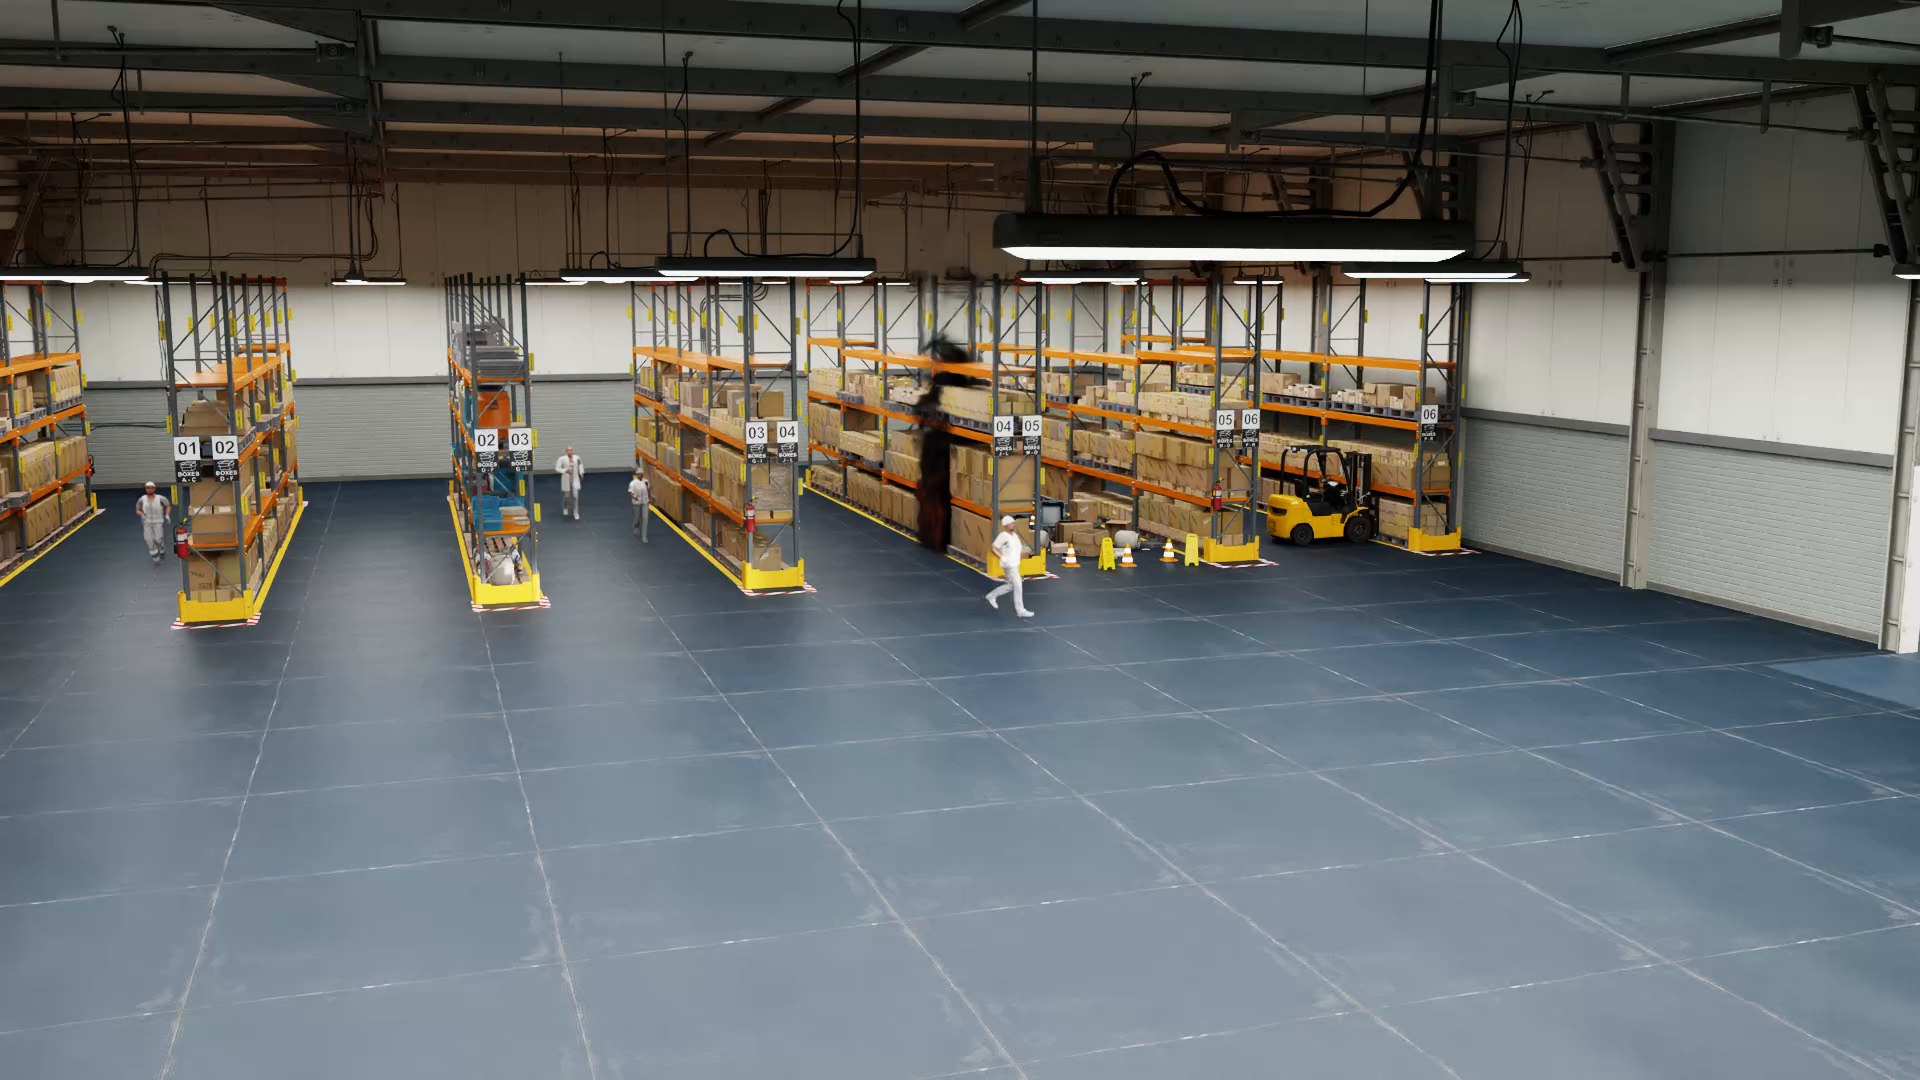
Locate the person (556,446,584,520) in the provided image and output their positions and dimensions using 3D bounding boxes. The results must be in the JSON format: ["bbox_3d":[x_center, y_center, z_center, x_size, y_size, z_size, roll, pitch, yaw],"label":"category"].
[{"bbox_3d":[-9.793,-1.449,41.789,0.734,1.839,0.912,-4,10,-25],"label":"person"}]

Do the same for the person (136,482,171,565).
[{"bbox_3d":[-16.731,-0.333,34.481,0.649,1.744,0.578,-2,9,-16],"label":"person"}]

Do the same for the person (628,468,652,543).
[{"bbox_3d":[-7.297,-0.818,38.010,0.579,1.696,0.859,-4,9,-23],"label":"person"}]

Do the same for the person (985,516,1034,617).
[{"bbox_3d":[0.865,0.453,29.182,0.955,1.763,0.696,3,9,21],"label":"person"}]
